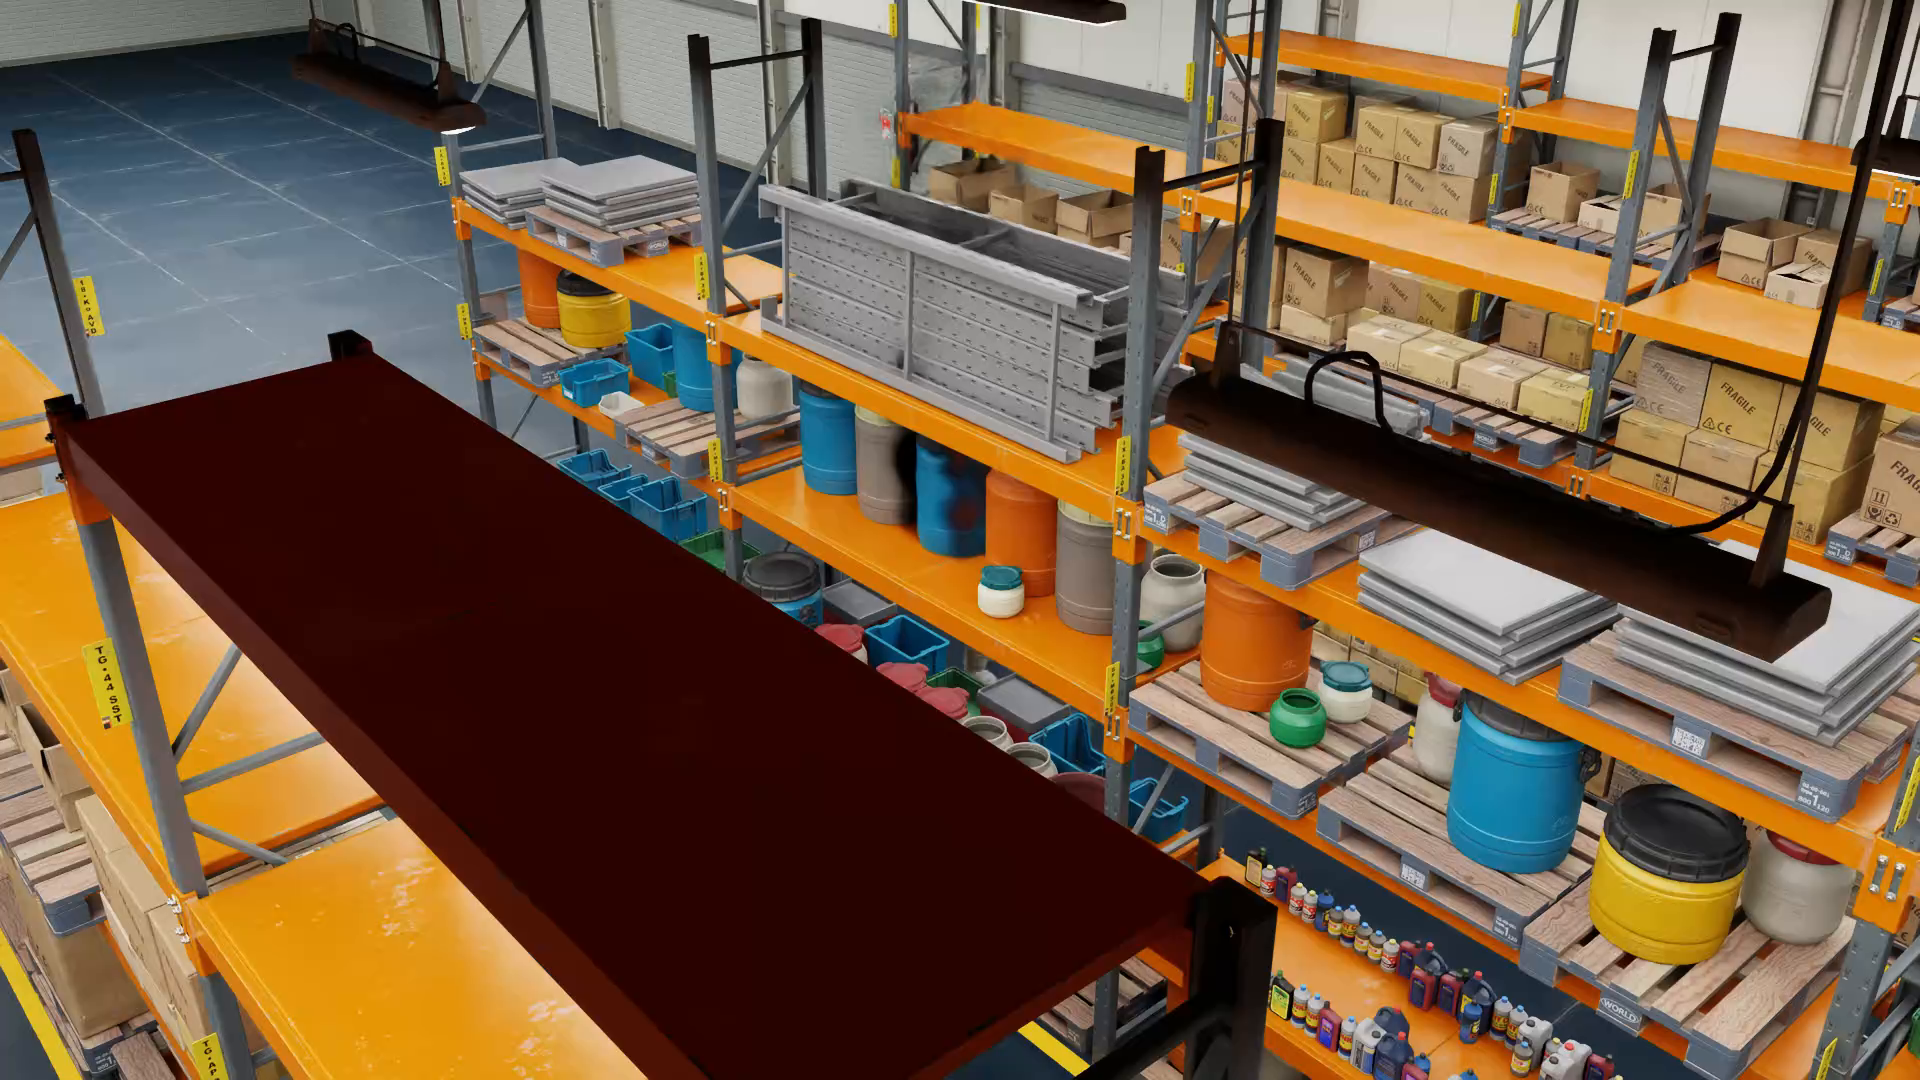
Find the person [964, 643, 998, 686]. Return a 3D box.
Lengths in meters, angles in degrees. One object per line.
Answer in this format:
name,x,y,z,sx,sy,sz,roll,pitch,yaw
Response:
person,0.234,0.808,14.202,0.630,1.662,0.895,-21,34,-35
